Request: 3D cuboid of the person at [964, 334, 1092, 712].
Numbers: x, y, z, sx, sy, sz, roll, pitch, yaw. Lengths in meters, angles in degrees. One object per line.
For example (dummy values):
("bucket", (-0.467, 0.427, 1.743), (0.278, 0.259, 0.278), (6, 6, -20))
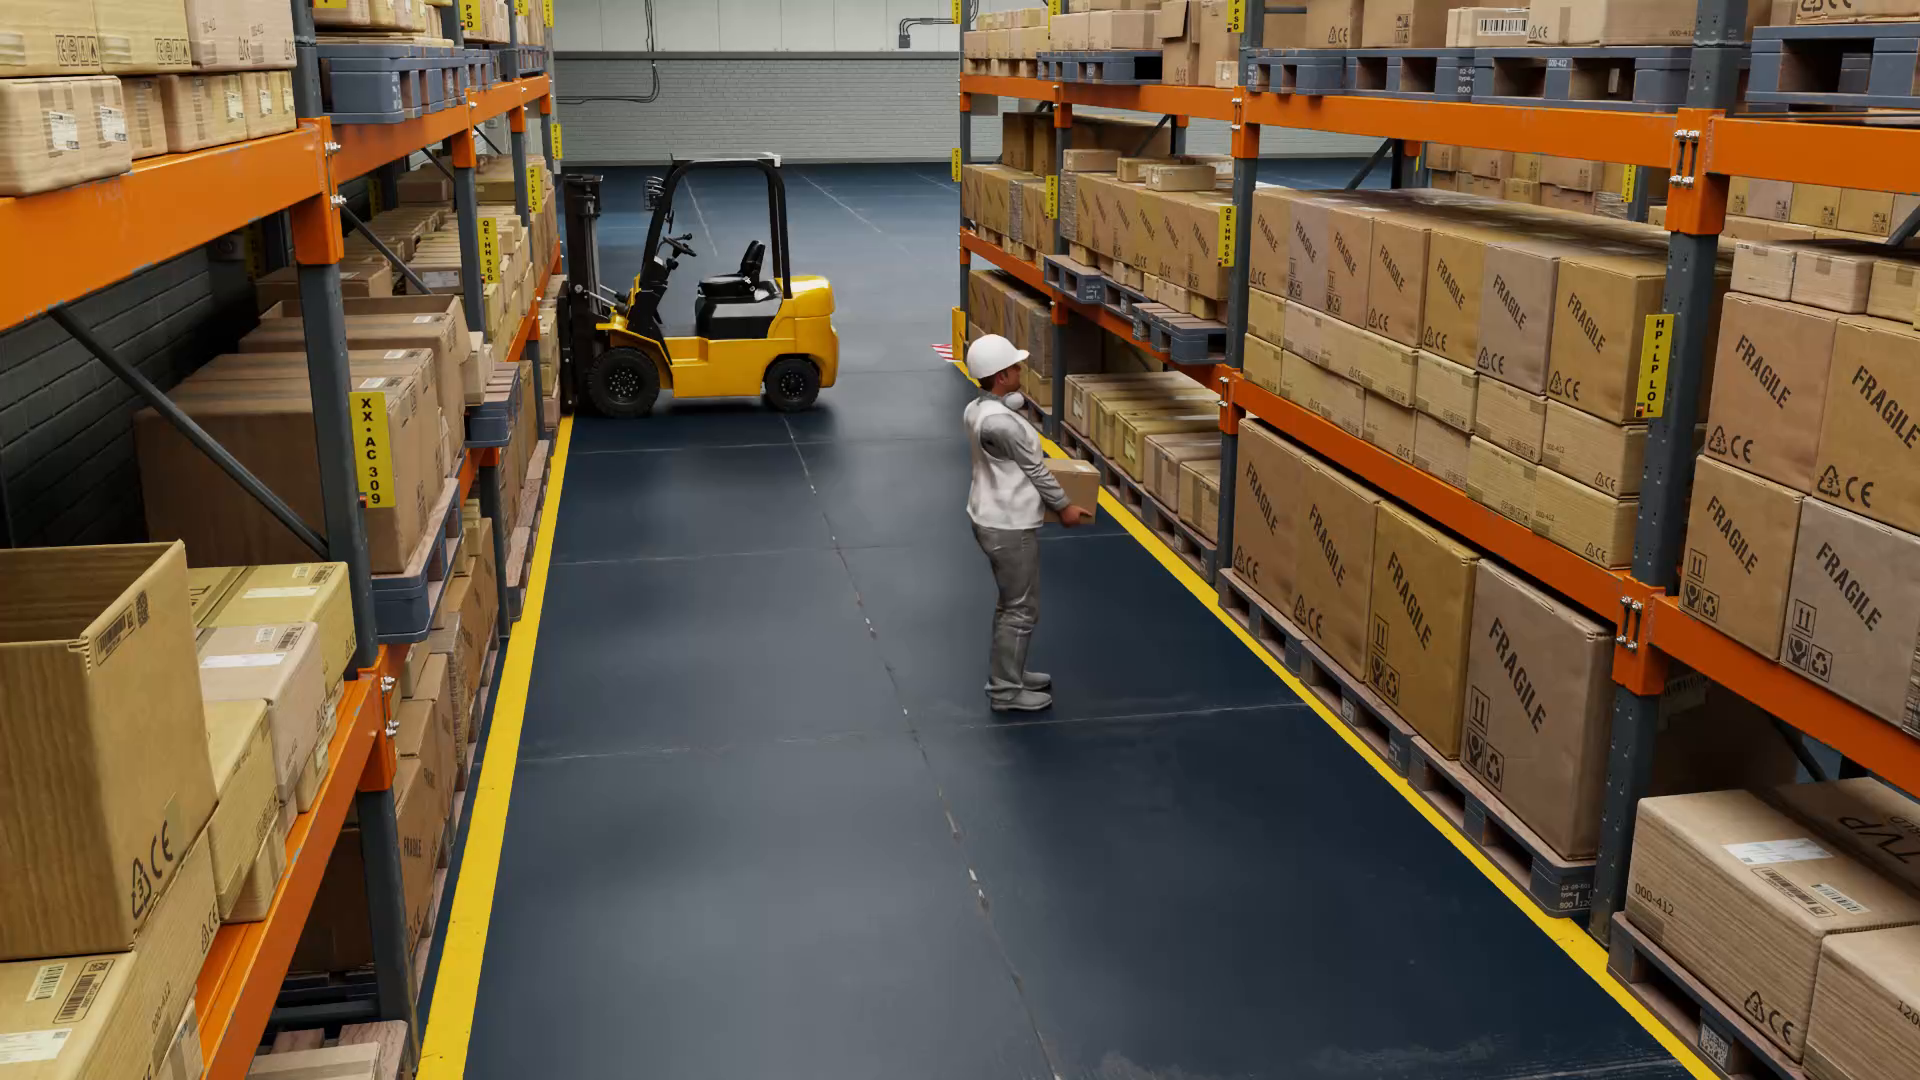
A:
("person", (0.309, -0.091, 7.818), (0.565, 1.762, 0.494), (-3, 17, -10))
